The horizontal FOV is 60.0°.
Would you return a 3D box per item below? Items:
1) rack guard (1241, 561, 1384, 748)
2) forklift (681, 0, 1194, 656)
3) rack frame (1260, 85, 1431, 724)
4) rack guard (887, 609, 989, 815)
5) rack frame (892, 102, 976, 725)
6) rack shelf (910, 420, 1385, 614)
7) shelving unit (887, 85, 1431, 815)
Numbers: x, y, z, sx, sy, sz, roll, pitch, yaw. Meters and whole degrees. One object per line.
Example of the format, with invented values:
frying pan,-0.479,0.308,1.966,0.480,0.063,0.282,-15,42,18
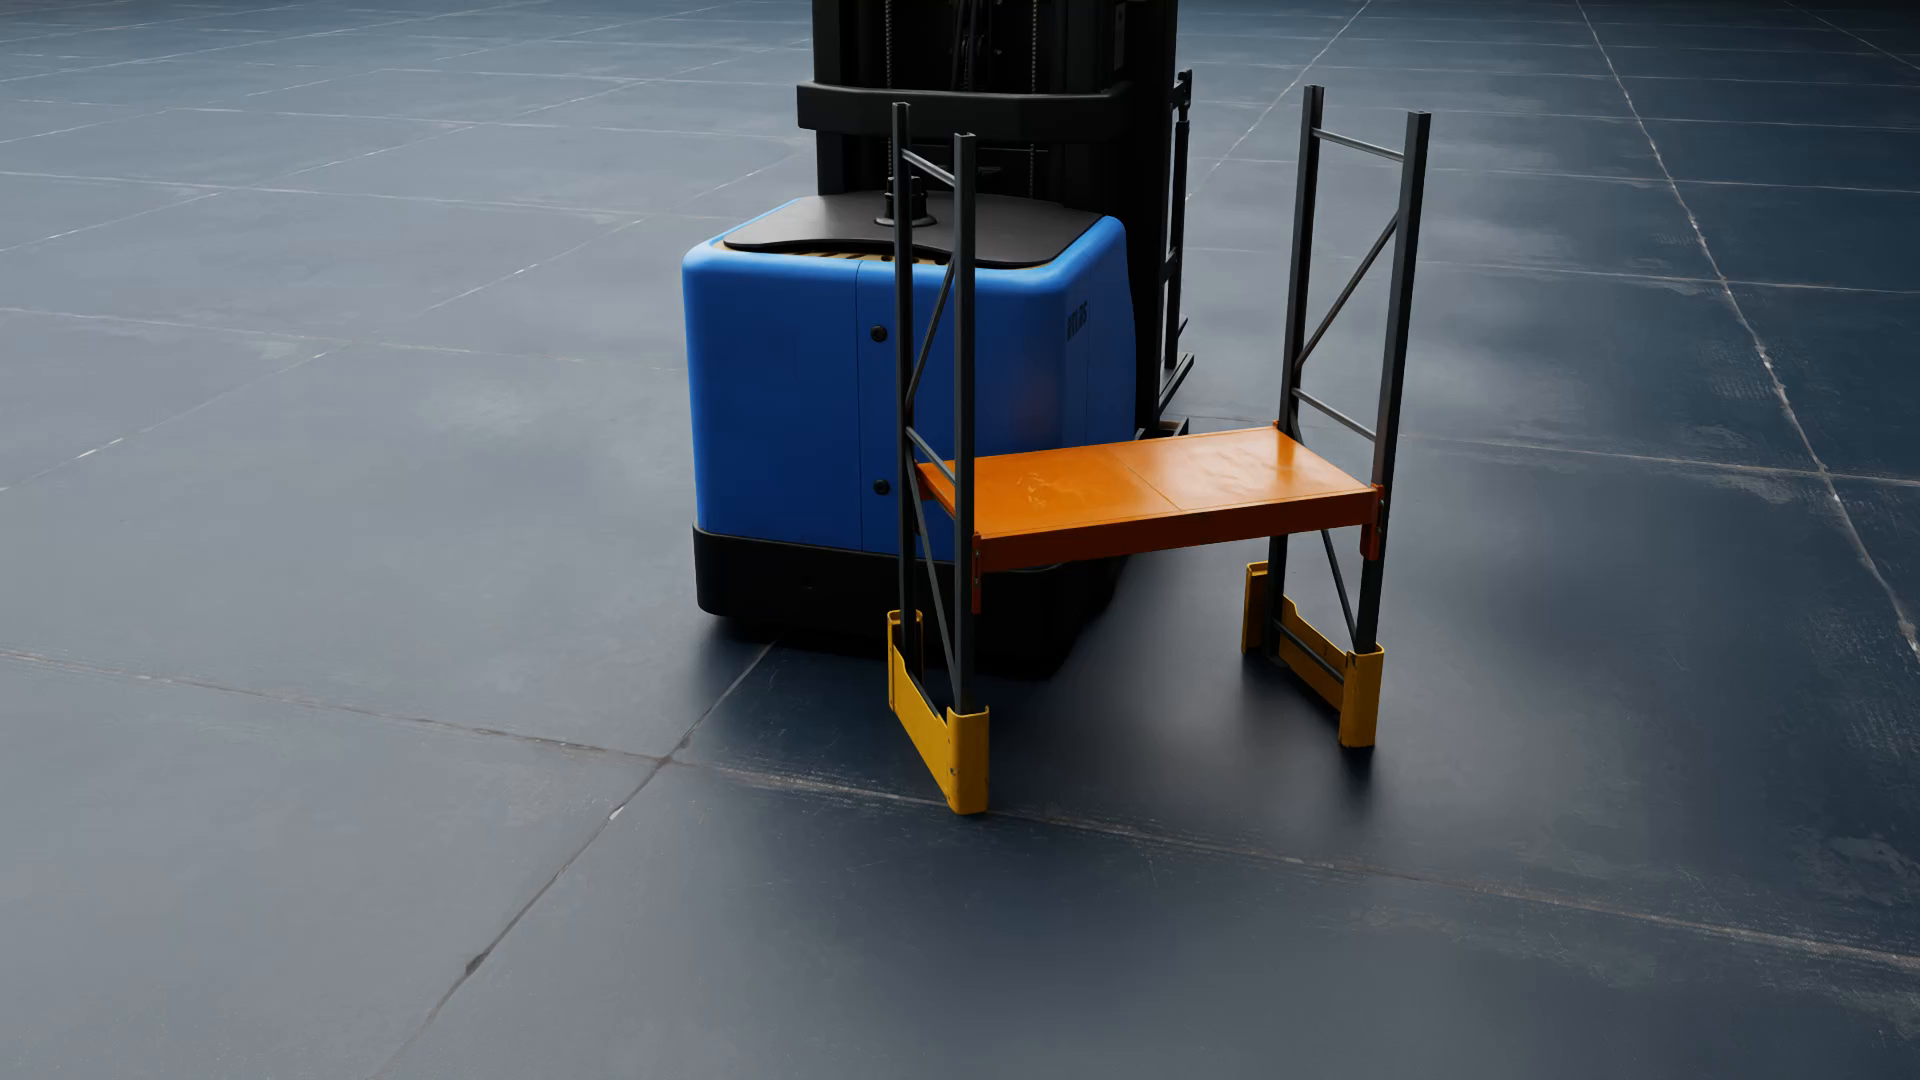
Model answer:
rack guard,0.890,0.281,4.255,0.087,0.250,0.587,-7,23,-16
forklift,0.183,-1.583,5.268,1.130,2.935,3.031,7,23,16
rack frame,0.909,-0.299,4.023,0.032,1.500,0.500,-7,23,-16
rack guard,-0.058,0.397,3.973,0.087,0.250,0.587,-7,23,-16
rack frame,-0.059,-0.181,3.736,0.032,1.500,0.500,-7,23,-16
rack shelf,0.425,-0.074,3.948,1.000,0.185,0.538,-7,23,-16
shelving unit,0.416,-0.239,3.877,1.083,1.500,0.587,-7,23,-16
